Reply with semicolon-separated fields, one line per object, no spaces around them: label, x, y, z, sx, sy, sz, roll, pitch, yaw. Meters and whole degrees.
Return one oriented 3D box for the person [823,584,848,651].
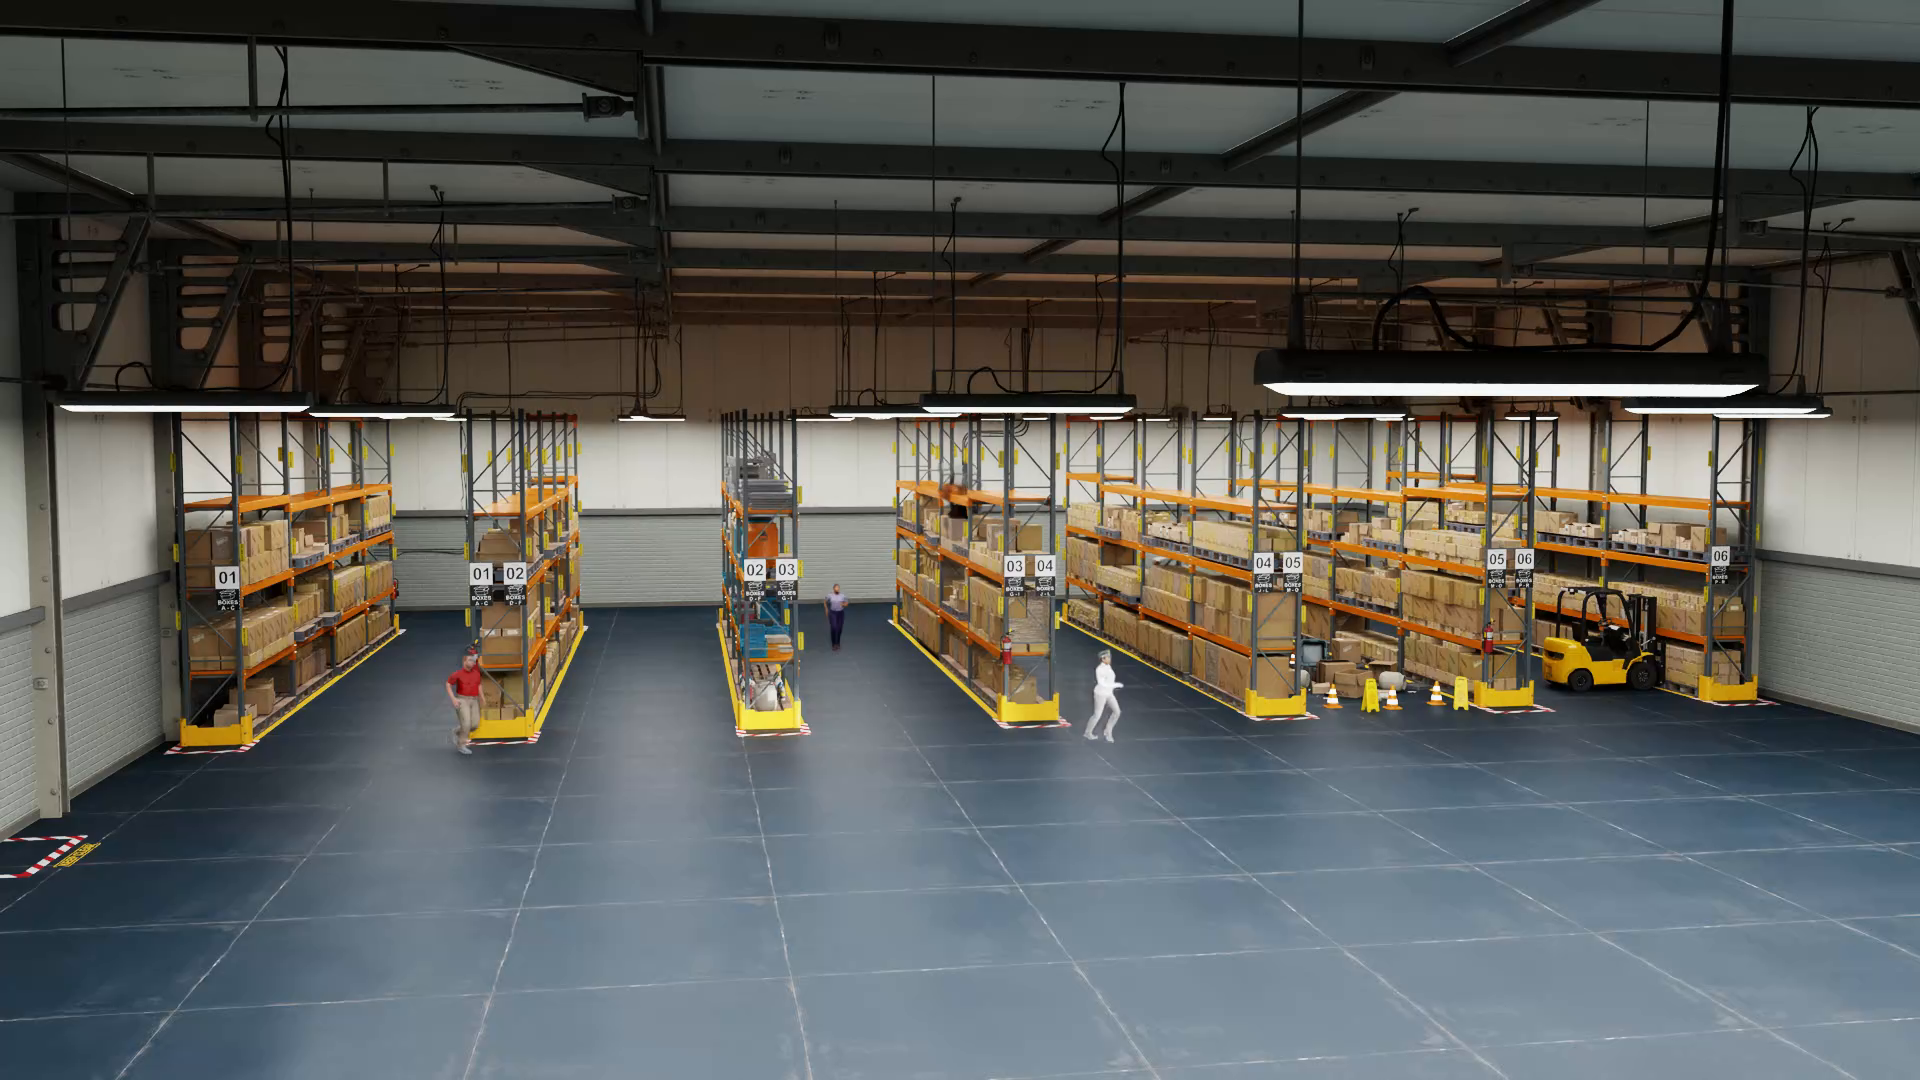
person;-3.143;1.961;42.259;0.575;1.695;0.775;-1;4;-20

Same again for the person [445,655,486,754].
person;-8.651;2.820;29.162;0.586;1.577;0.713;3;5;37

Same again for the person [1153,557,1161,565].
person;5.912;1.369;50.030;0.667;1.734;0.685;-1;4;-13

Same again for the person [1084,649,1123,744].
person;2.594;2.804;29.811;0.785;1.715;0.573;3;5;35
